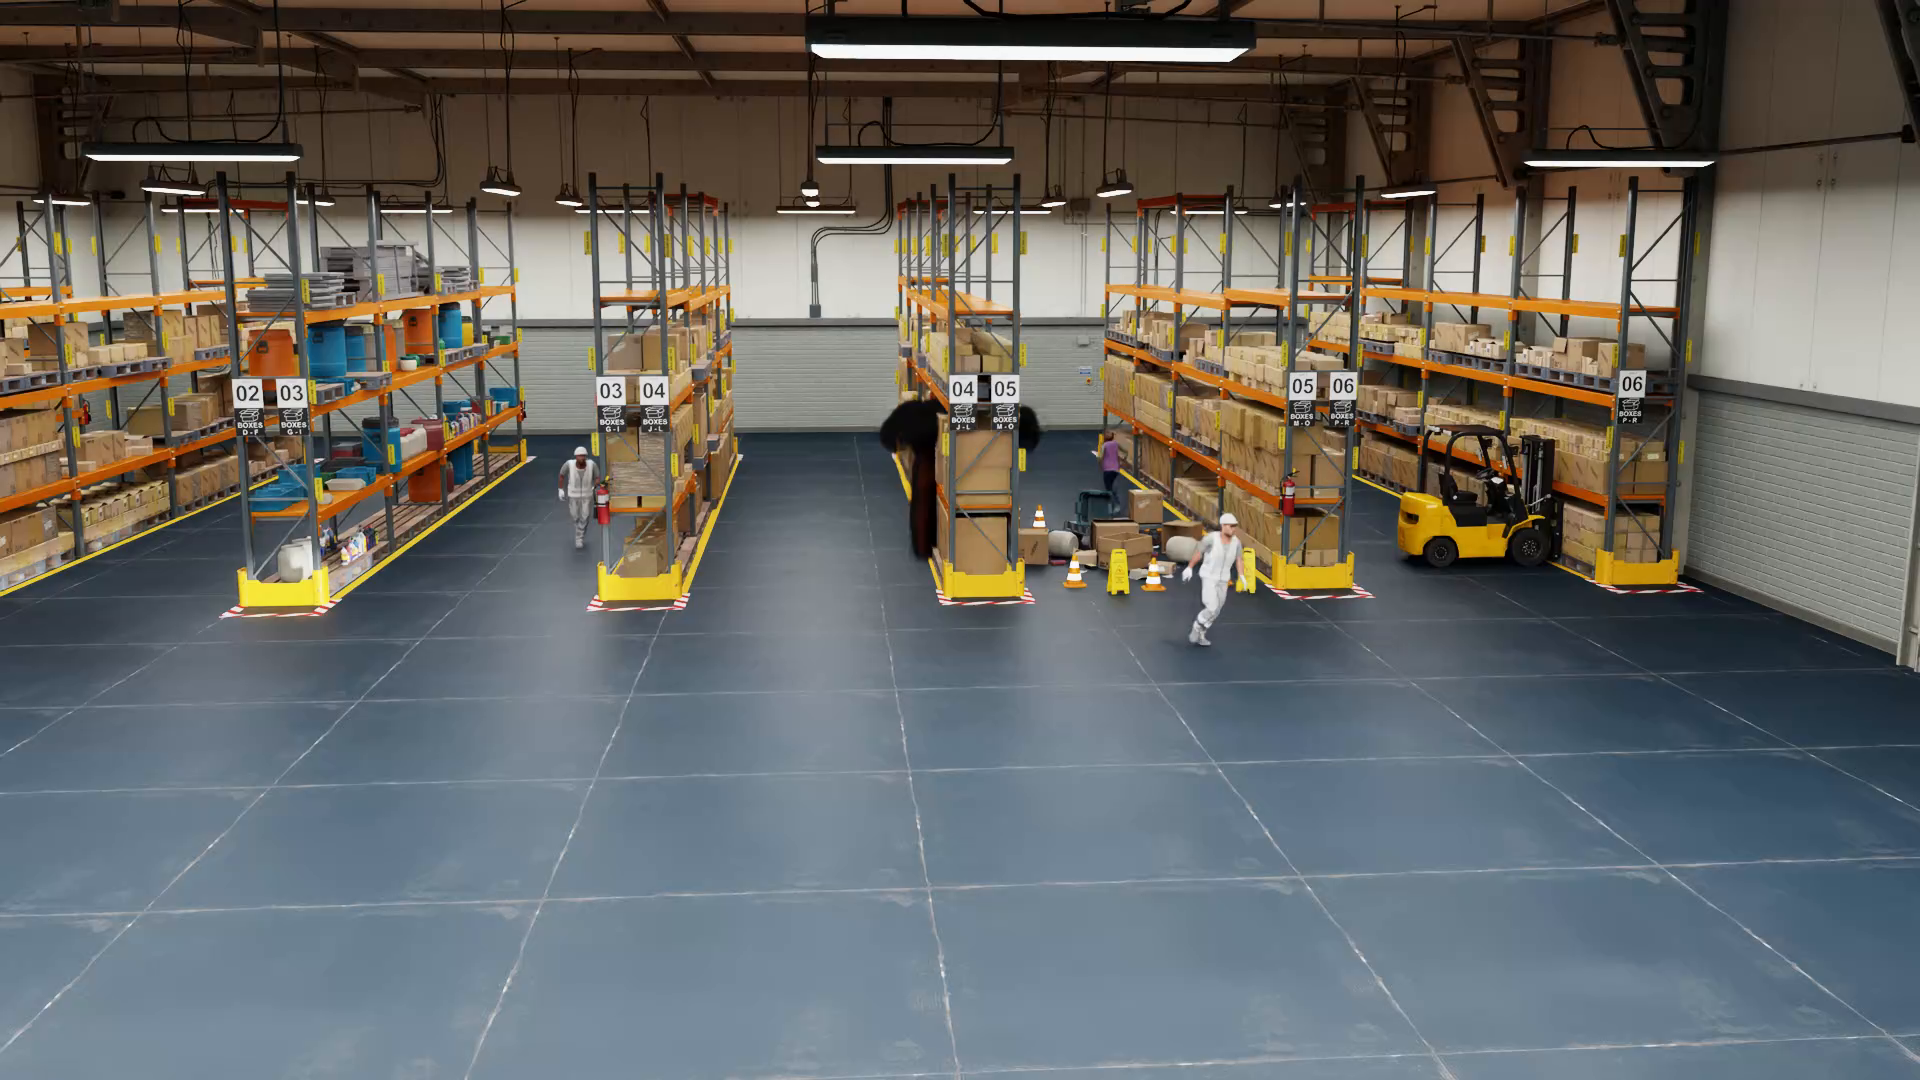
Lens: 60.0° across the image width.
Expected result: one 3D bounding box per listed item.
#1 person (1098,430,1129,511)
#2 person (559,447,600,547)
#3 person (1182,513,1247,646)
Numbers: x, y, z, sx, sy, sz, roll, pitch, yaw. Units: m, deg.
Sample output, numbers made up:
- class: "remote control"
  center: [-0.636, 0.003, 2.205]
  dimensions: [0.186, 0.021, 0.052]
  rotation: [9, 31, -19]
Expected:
- class: "person"
  center: [2.913, -1.329, 31.737]
  dimensions: [0.623, 1.553, 0.546]
  rotation: [-5, 11, -24]
- class: "person"
  center: [-6.405, -0.744, 28.033]
  dimensions: [0.688, 1.704, 0.710]
  rotation: [-3, 11, -19]
- class: "person"
  center: [3.222, 0.498, 20.868]
  dimensions: [0.641, 1.723, 0.690]
  rotation: [-4, 11, -23]
